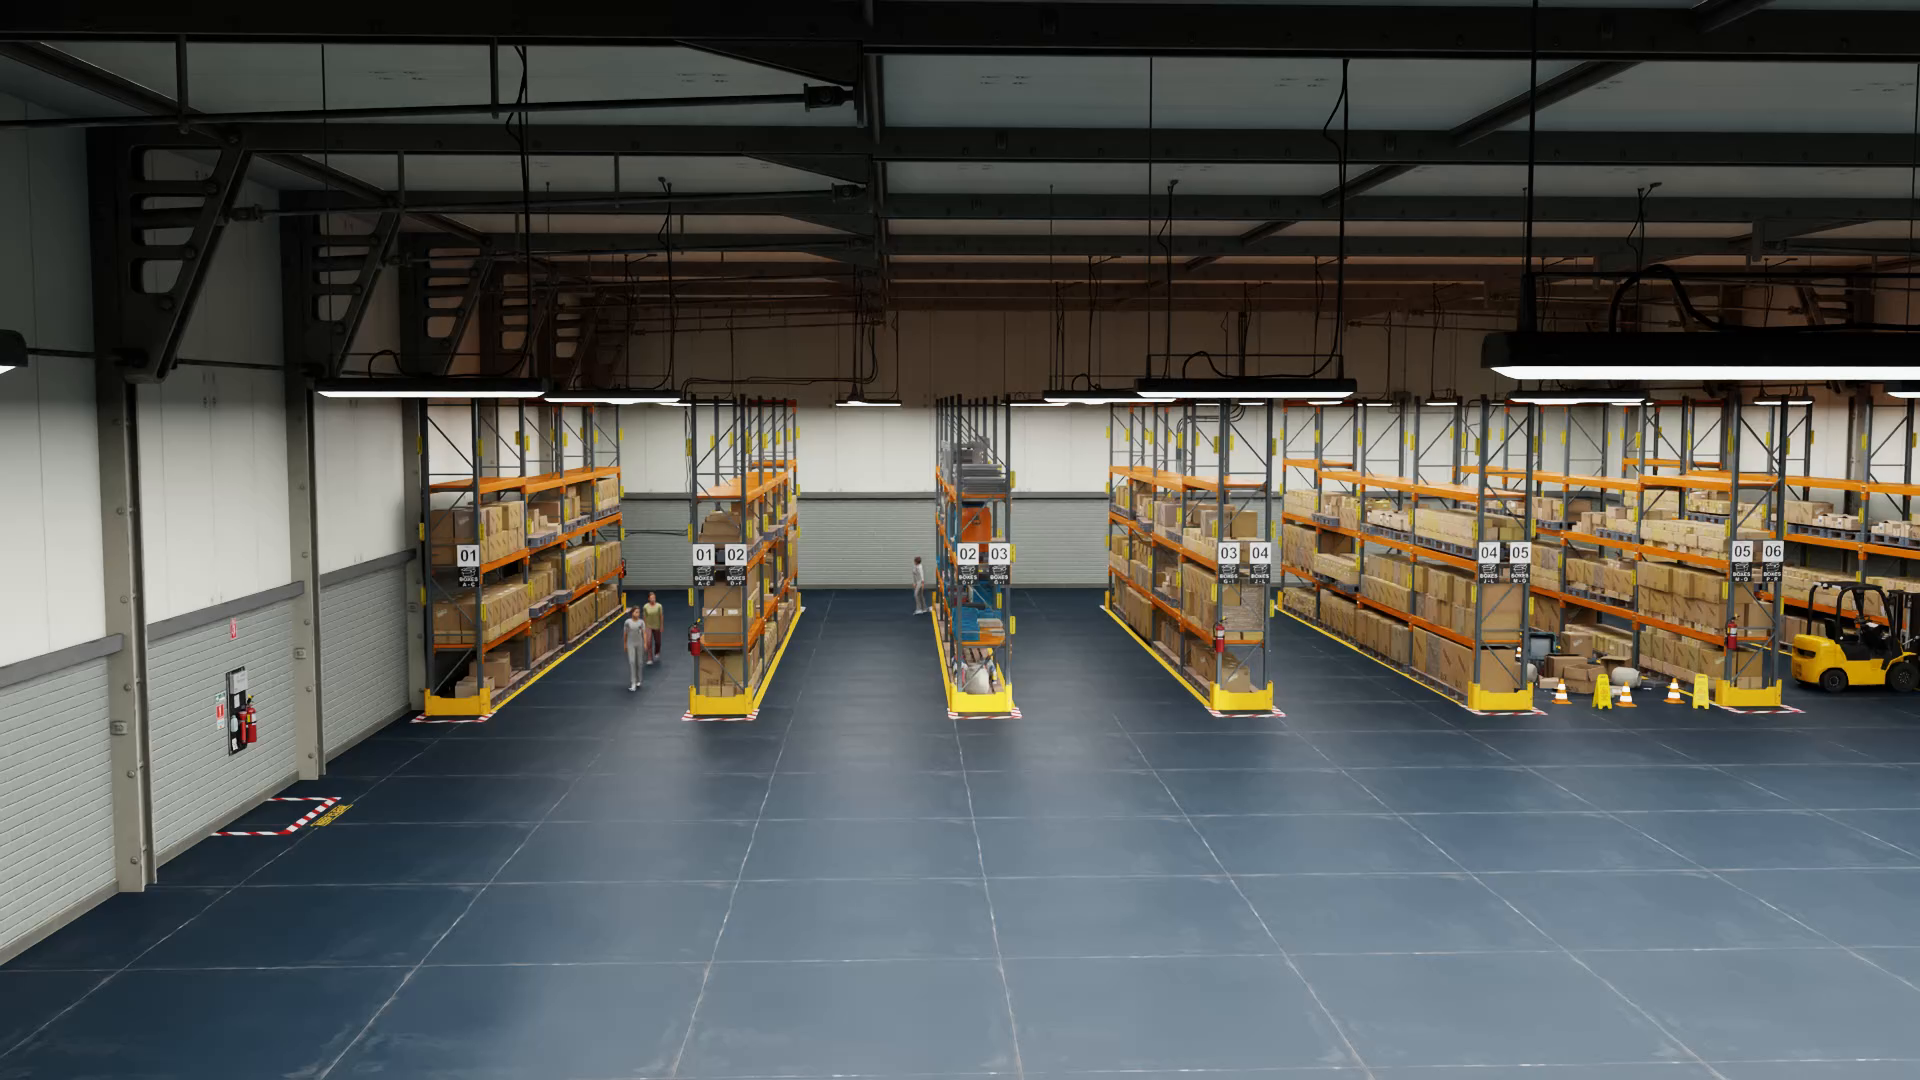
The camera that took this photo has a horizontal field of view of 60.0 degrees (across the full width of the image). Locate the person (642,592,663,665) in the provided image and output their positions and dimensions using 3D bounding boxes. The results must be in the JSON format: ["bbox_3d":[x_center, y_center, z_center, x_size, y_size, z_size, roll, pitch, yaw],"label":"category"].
[{"bbox_3d":[-6.913,1.957,37.432,0.459,1.607,1.007,-1,5,-10],"label":"person"}]

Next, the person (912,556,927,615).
[{"bbox_3d":[-1.137,1.258,46.523,0.447,1.614,0.477,-1,5,-12],"label":"person"}]

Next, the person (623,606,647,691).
[{"bbox_3d":[-6.639,2.211,34.162,0.459,1.687,0.690,-2,5,-24],"label":"person"}]
